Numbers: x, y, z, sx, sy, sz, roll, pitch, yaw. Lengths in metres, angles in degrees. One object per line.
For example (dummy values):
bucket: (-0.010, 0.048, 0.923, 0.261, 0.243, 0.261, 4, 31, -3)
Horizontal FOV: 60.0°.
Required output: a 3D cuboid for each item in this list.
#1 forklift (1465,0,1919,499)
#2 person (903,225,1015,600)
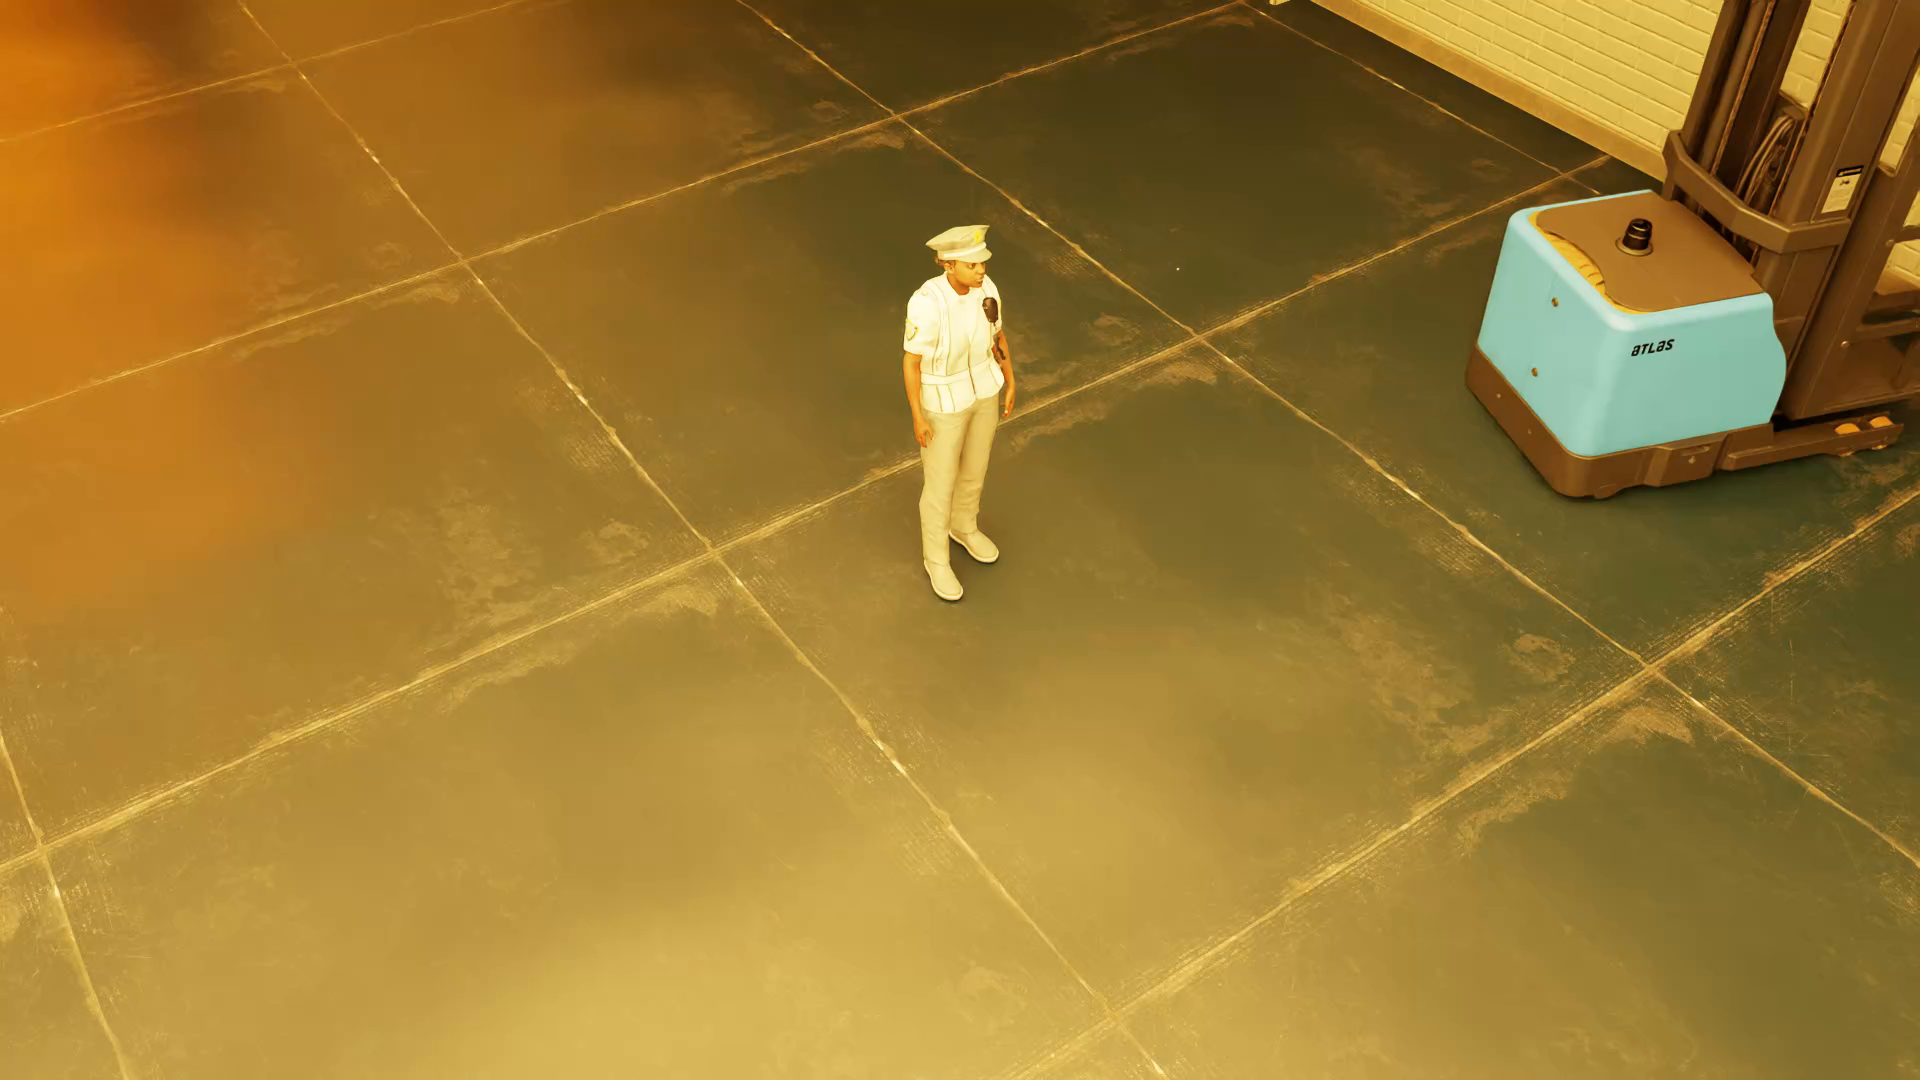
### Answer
forklift: (4.208, -1.833, 7.704, 3.031, 2.935, 1.130, -11, 44, -11)
person: (0.027, -0.579, 7.245, 0.569, 1.695, 0.528, -25, 48, -25)
